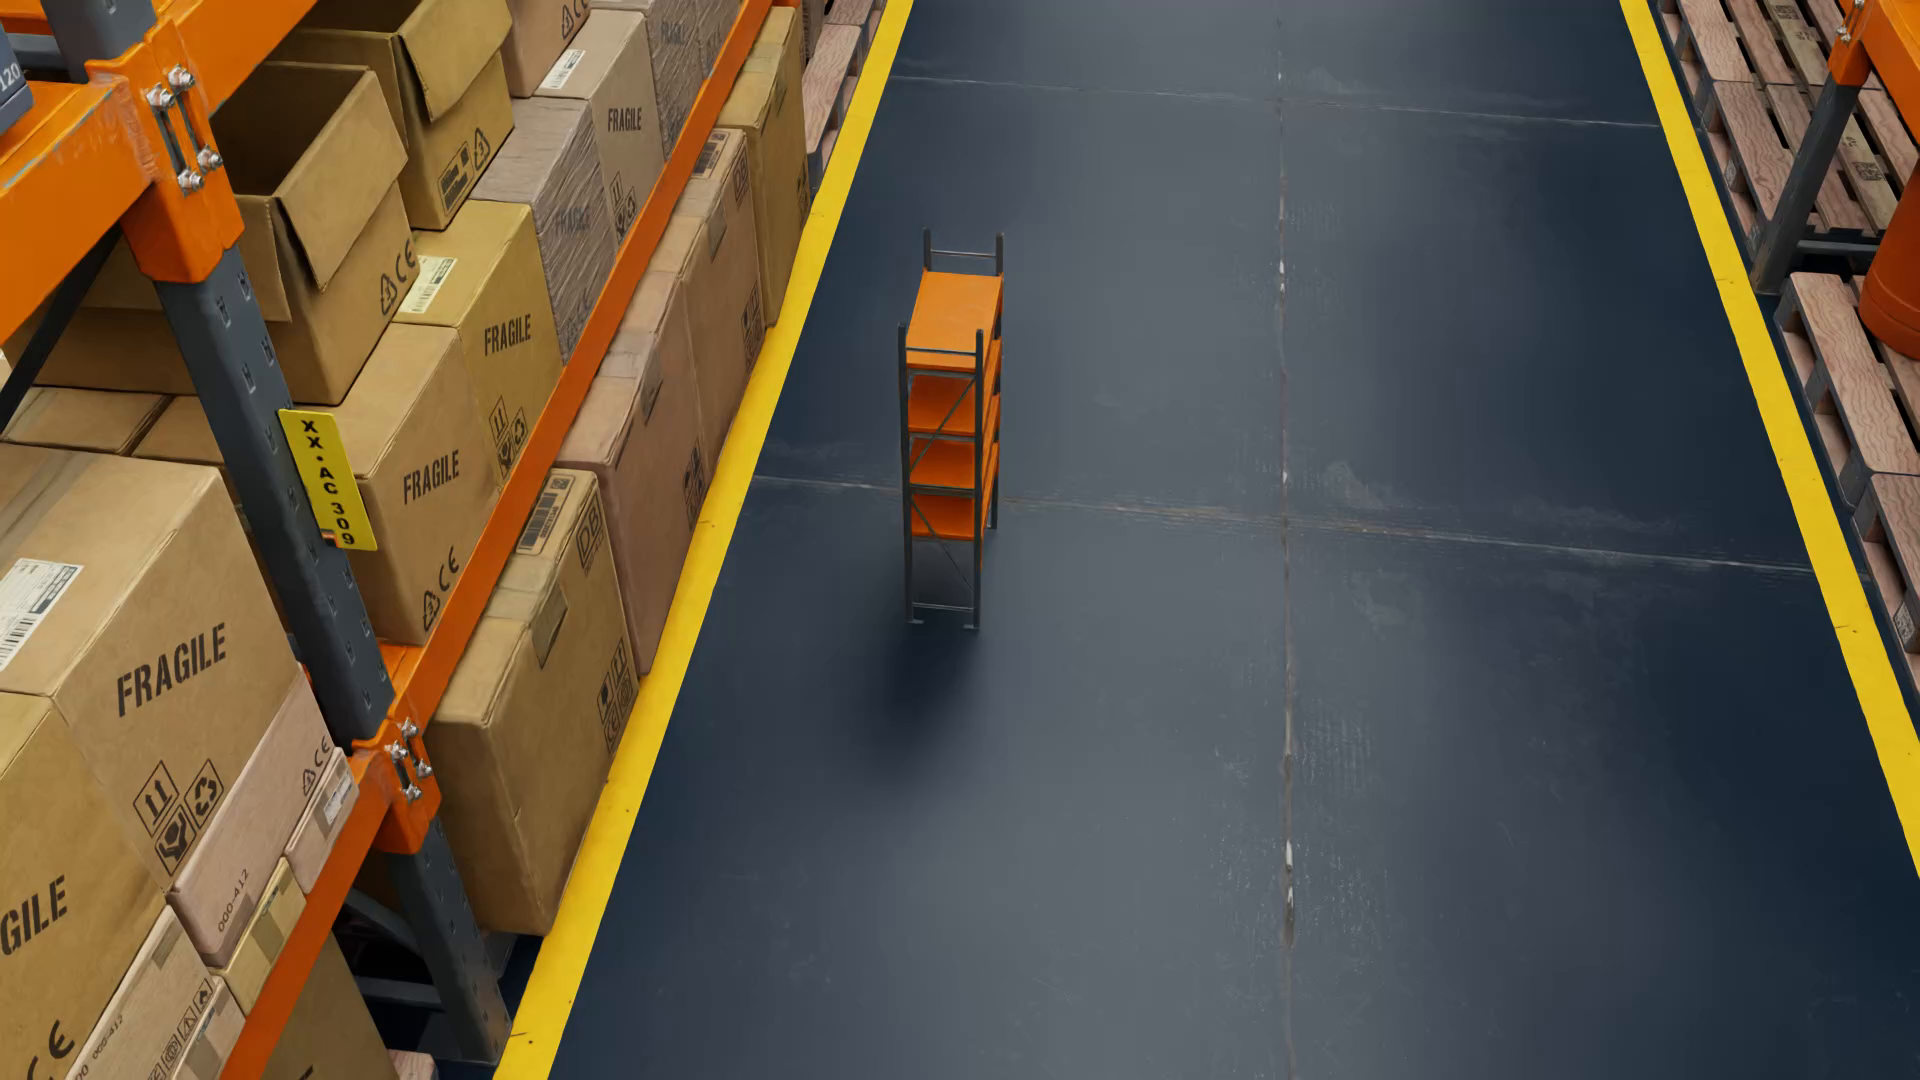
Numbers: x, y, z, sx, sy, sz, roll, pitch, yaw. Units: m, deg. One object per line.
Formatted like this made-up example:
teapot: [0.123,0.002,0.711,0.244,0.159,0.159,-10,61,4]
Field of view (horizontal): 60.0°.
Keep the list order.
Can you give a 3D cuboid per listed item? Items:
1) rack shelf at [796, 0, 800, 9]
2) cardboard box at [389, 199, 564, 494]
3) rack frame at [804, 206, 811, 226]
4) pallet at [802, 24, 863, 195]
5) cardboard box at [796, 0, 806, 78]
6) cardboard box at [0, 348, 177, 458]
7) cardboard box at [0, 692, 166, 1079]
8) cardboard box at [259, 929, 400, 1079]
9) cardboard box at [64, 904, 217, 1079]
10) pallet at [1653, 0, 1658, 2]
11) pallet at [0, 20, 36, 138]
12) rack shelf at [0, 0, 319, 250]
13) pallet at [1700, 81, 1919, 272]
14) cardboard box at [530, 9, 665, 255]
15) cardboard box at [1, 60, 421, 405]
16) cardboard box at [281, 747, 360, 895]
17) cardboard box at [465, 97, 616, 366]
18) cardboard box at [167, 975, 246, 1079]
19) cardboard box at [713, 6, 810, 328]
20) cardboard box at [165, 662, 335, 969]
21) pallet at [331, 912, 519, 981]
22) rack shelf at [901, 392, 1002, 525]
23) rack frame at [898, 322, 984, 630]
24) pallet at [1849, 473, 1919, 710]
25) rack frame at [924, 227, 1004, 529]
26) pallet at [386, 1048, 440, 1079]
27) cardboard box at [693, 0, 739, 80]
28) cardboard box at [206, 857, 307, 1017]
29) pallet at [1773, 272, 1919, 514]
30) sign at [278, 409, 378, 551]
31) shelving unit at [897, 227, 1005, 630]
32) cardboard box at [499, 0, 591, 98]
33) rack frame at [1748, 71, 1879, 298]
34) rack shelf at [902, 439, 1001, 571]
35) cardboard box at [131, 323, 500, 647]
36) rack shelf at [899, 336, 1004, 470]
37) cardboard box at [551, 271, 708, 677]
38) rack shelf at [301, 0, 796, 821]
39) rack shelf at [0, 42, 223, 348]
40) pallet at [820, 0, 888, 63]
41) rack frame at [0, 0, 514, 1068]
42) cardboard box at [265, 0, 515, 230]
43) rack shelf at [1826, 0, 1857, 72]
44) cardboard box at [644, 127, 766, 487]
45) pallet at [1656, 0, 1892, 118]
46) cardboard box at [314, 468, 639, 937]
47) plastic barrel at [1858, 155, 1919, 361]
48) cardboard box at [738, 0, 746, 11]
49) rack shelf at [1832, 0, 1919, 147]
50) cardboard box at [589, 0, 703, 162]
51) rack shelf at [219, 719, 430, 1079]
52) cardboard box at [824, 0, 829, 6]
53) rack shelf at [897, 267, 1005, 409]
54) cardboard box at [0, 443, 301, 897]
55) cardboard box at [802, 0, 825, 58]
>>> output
rack shelf: [-0.891,-3.638,7.933,1.077,0.370,4.000,5,44,6]
cardboard box: [-1.310,-0.479,4.002,0.500,0.500,0.500,5,44,6]
rack frame: [-1.155,-2.536,6.246,1.000,3.000,0.127,5,44,6]
pallet: [-1.050,-2.056,7.767,1.003,0.211,1.213,5,44,6]
cardboard box: [-1.086,-2.246,7.439,0.700,0.500,0.500,3,44,3]
cardboard box: [-1.893,-0.190,3.696,0.500,0.500,0.500,5,44,6]
cardboard box: [-1.550,0.543,2.342,0.500,0.500,0.500,6,44,6]
cardboard box: [-1.851,1.252,3.486,0.875,0.875,0.875,5,44,6]
cardboard box: [-1.548,0.814,2.601,0.500,0.250,0.500,6,44,7]
pallet: [4.218,-3.260,9.040,1.003,0.211,1.213,5,44,6]
pallet: [-1.803,-0.310,1.779,1.003,0.211,1.213,5,44,6]
rack shelf: [-1.420,-2.001,4.023,1.077,0.370,4.000,5,44,6]
pallet: [3.895,-1.597,7.284,1.003,0.211,1.213,5,44,6]
cardboard box: [-1.180,-1.173,4.735,0.500,0.500,0.500,6,44,6]
cardboard box: [-1.608,-0.646,3.449,0.797,0.503,0.637,4,44,4]
cardboard box: [-1.400,0.519,3.203,0.380,0.149,0.250,5,44,6]
cardboard box: [-1.243,-0.820,4.362,0.500,0.500,0.500,4,44,5]
cardboard box: [-1.468,0.870,2.833,0.380,0.149,0.250,5,44,5]
cardboard box: [-1.267,-1.448,6.338,1.225,0.875,0.875,3,44,4]
cardboard box: [-1.482,0.462,2.974,0.500,0.250,0.500,4,44,5]
pallet: [-1.657,0.670,4.889,1.003,0.211,1.213,5,44,6]
rack shelf: [-0.022,-0.274,5.265,0.258,0.148,0.480,5,44,6]
rack frame: [-0.054,-0.157,5.043,0.240,1.200,0.015,5,44,6]
pallet: [3.528,0.297,5.283,1.003,0.211,1.213,5,44,6]
rack frame: [0.010,-0.489,5.394,0.240,1.200,0.015,5,44,6]
pallet: [-1.862,1.714,3.786,1.003,0.211,1.213,5,44,6]
cardboard box: [-1.047,-1.874,5.475,0.500,0.500,0.500,5,44,5]
cardboard box: [-1.433,0.695,3.017,0.380,0.149,0.250,6,44,6]
pallet: [3.691,-0.532,6.158,1.003,0.211,1.213,5,44,6]
sign: [-1.134,-0.103,2.990,0.100,0.325,0.005,5,44,6]
shelving unit: [-0.022,-0.323,5.218,0.258,1.200,0.503,5,44,6]
cardboard box: [-1.439,-1.538,4.390,0.797,0.503,0.637,7,44,7]
rack frame: [3.754,-2.086,5.771,1.000,3.000,0.127,5,44,6]
rack shelf: [-0.022,-0.130,5.401,0.258,0.148,0.480,5,44,6]
cardboard box: [-1.375,-0.137,3.640,0.500,0.500,0.500,5,44,6]
rack shelf: [-0.022,-0.436,5.111,0.258,0.148,0.480,5,44,6]
cardboard box: [-1.502,-0.238,5.059,1.225,0.875,0.875,4,44,4]
rack shelf: [-1.420,-0.911,5.054,1.077,0.370,4.000,5,44,6]
rack shelf: [-1.948,0.725,1.144,1.077,0.370,4.000,5,44,6]
pallet: [-0.887,-2.885,8.643,1.003,0.211,1.213,5,44,6]
rack frame: [-1.684,0.190,3.367,1.000,3.000,0.127,5,44,6]
cardboard box: [-1.506,-1.113,3.941,0.797,0.503,0.637,6,44,6]
rack shelf: [4.019,-3.187,7.458,1.077,0.370,4.000,5,44,6]
cardboard box: [-1.393,-0.841,5.697,1.225,0.875,0.875,5,44,6]
pallet: [4.059,-2.426,8.159,1.003,0.211,1.213,5,44,6]
cardboard box: [-1.619,0.371,4.416,1.225,0.875,0.875,5,44,6]
plastic barrel: [3.707,-1.115,6.019,0.600,0.830,0.708,5,44,6]
cardboard box: [-0.975,-2.213,5.833,0.500,0.500,0.500,6,44,7]
rack shelf: [3.490,-0.461,4.579,1.077,0.370,4.000,5,44,6]
cardboard box: [-1.112,-1.520,5.101,0.500,0.500,0.500,4,44,4]
rack shelf: [-1.948,1.815,2.175,1.077,0.370,4.000,5,44,6]
cardboard box: [-0.958,-3.012,8.248,0.700,0.500,0.500,9,44,9]
rack shelf: [-0.022,-0.608,4.948,0.258,0.148,0.480,5,44,6]
cardboard box: [-1.480,0.202,2.702,0.500,0.500,0.500,6,44,7]
cardboard box: [-1.026,-2.625,7.839,0.700,0.500,0.500,2,43,2]
